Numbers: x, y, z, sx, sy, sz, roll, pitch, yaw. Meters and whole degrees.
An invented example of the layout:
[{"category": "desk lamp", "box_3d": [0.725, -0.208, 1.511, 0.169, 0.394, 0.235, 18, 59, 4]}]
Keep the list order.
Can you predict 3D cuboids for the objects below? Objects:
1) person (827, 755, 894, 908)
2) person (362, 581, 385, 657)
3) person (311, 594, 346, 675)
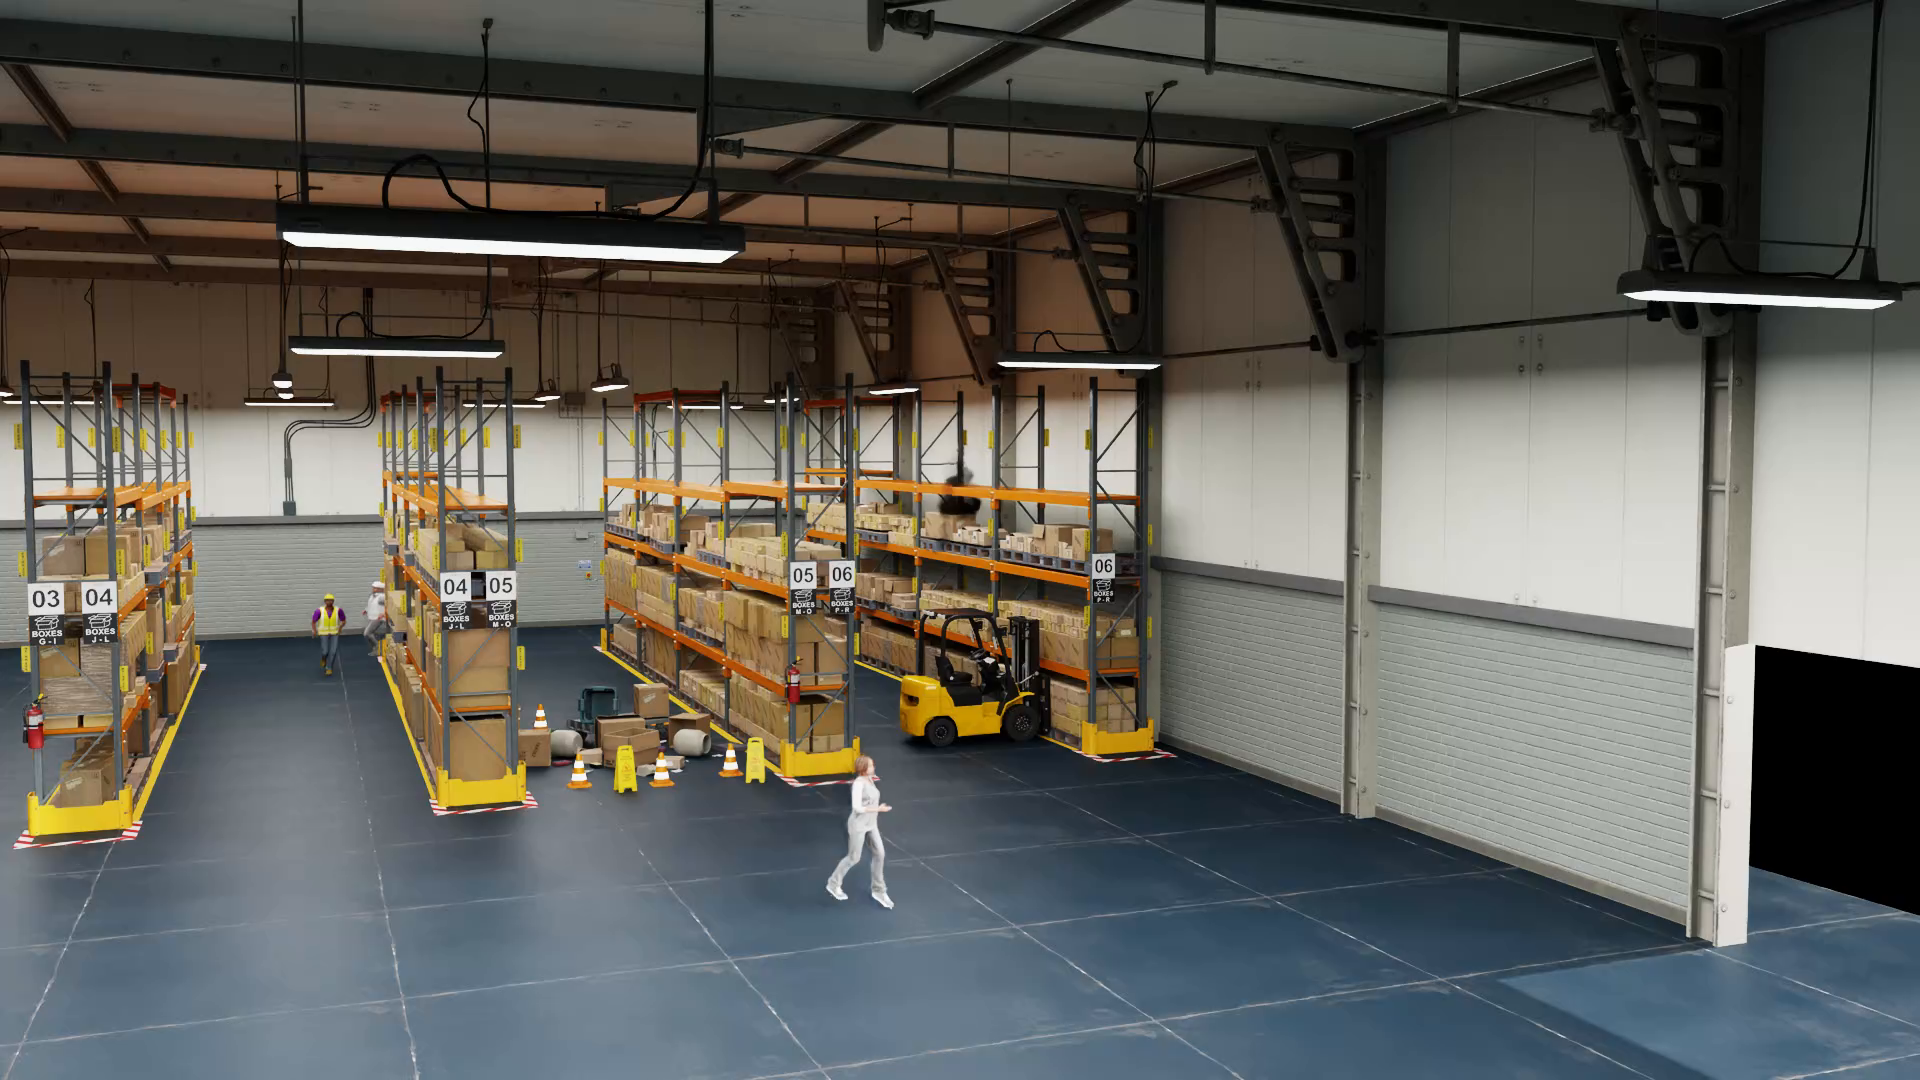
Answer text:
[{"category": "person", "box_3d": [-1.073, 3.118, 17.840, 0.755, 1.645, 0.550, 1, 4, 22]}, {"category": "person", "box_3d": [-13.523, 1.827, 38.400, 0.708, 1.758, 0.560, 3, 5, 44]}, {"category": "person", "box_3d": [-13.477, 2.012, 35.545, 0.702, 1.725, 0.607, -2, 4, -25]}]
